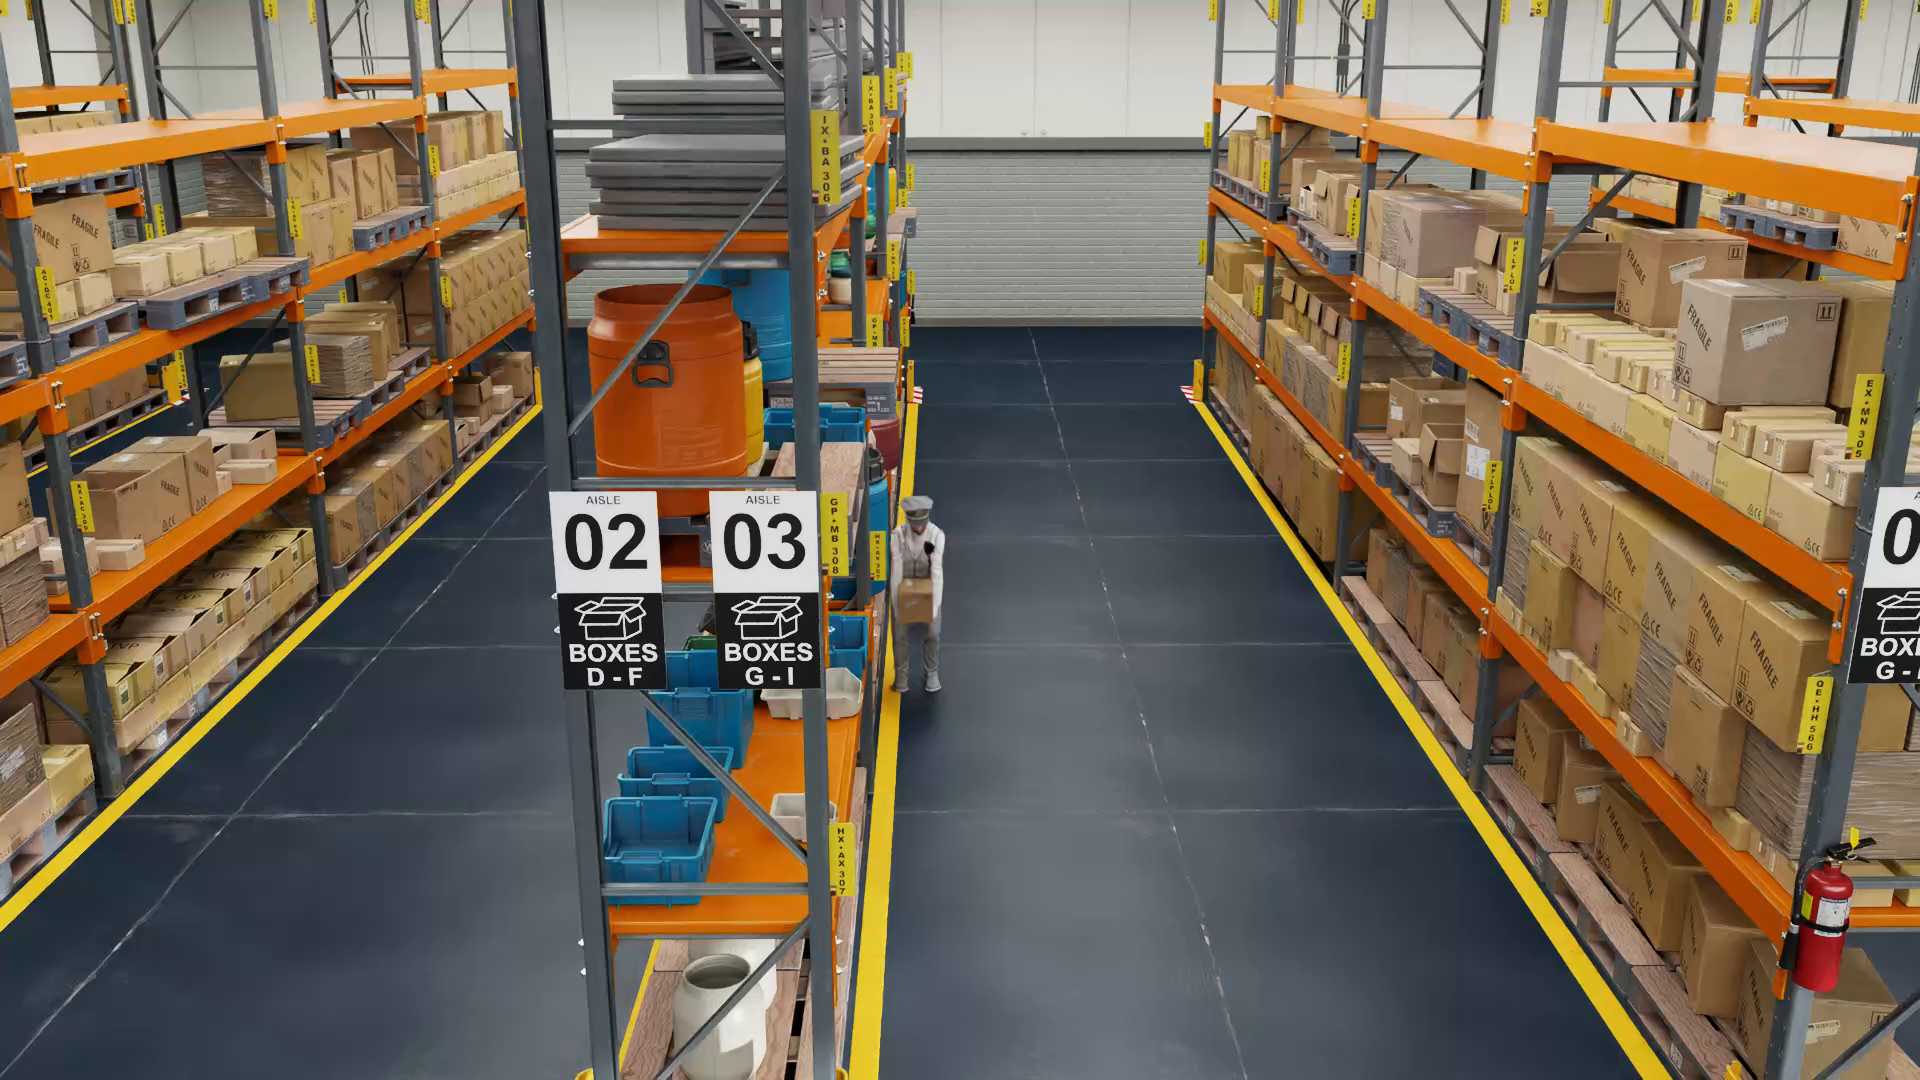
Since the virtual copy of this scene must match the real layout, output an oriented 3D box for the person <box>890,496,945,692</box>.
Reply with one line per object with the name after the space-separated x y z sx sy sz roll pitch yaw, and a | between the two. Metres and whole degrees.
-0.318 0.402 12.420 0.407 1.572 0.623 -1 17 -2 | person
